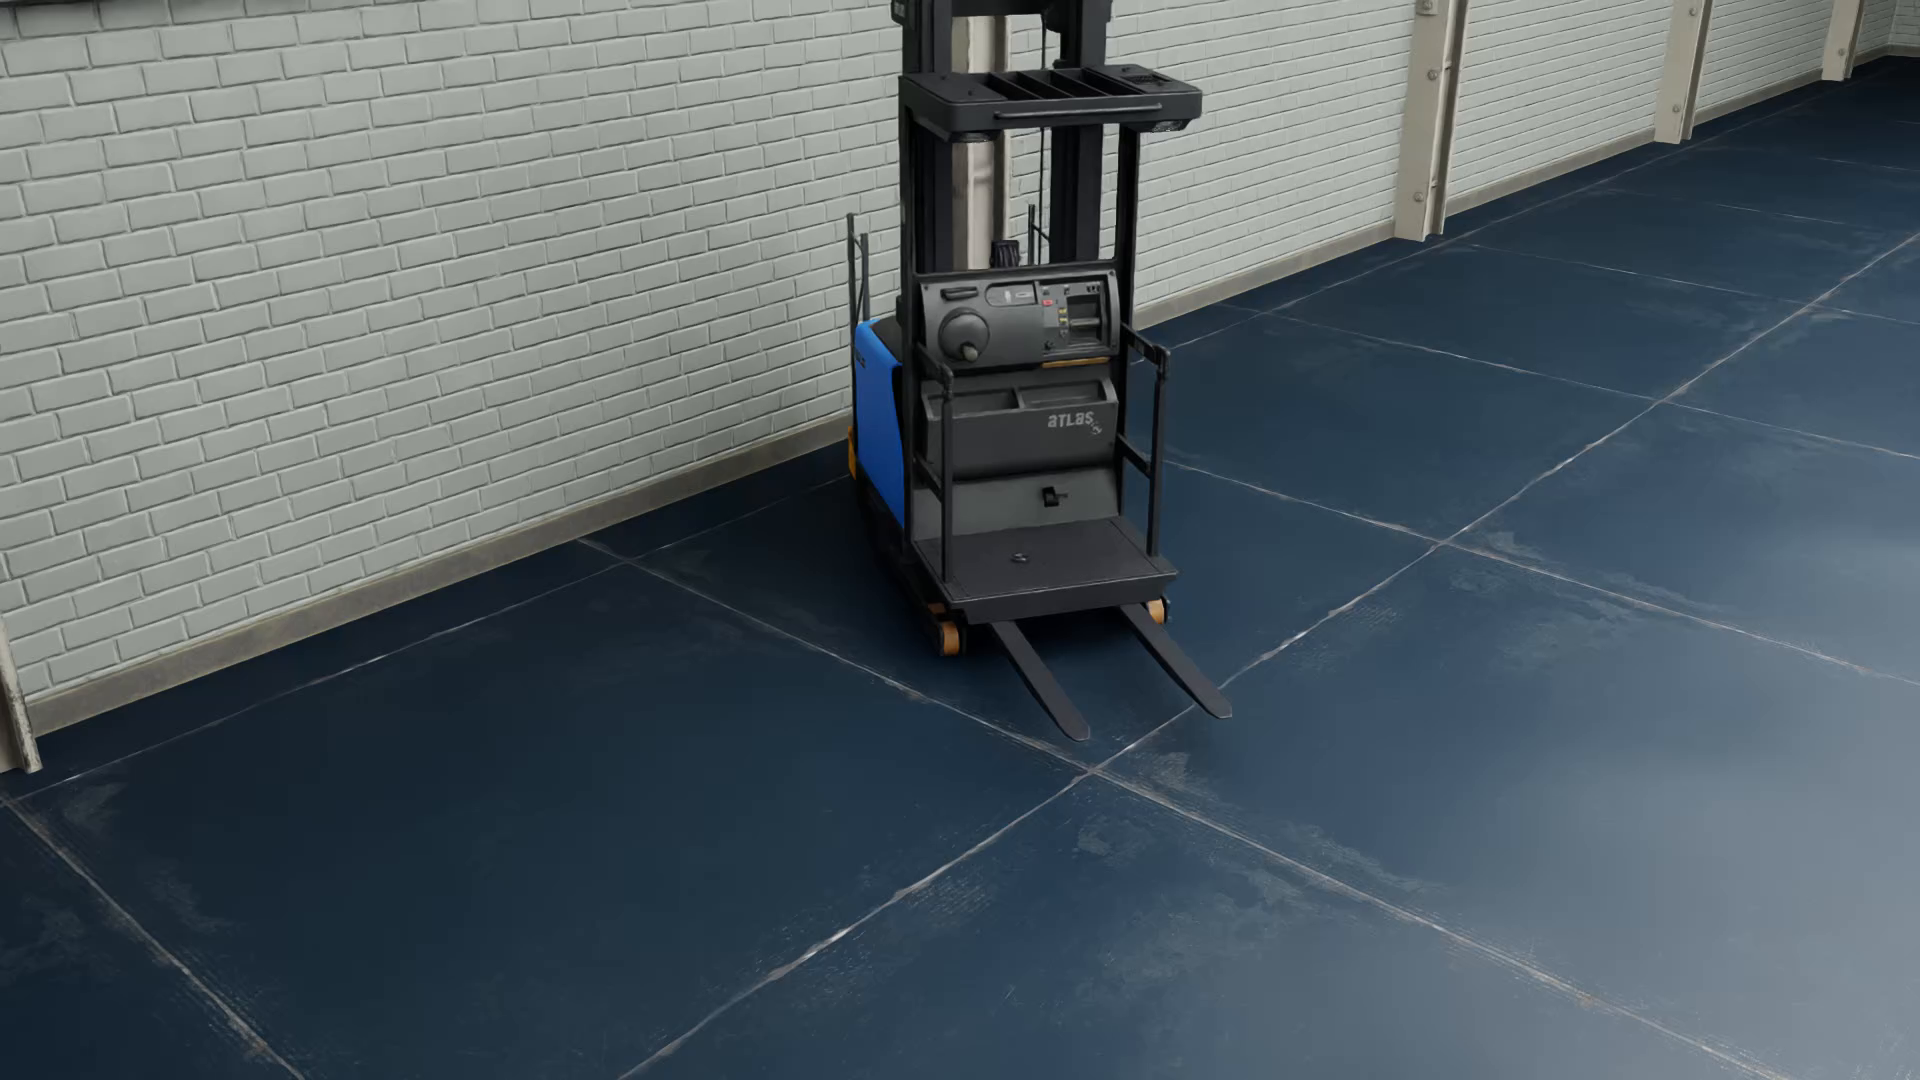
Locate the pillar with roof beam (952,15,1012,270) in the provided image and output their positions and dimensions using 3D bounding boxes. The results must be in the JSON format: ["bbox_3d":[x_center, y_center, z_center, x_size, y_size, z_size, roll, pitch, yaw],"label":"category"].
[{"bbox_3d":[3.270,-3.820,6.271,9.100,9.000,0.400,20,31,38],"label":"pillar with roof beam"}]

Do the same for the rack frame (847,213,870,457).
[{"bbox_3d":[-0.546,-0.998,9.143,0.032,1.500,0.500,-5,25,-12],"label":"rack frame"}]

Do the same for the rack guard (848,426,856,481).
[{"bbox_3d":[-0.545,-0.428,9.399,0.087,0.250,0.587,-5,25,-12],"label":"rack guard"}]

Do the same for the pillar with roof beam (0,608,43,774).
[{"bbox_3d":[-0.735,-1.992,2.194,9.100,9.000,0.400,20,31,38],"label":"pillar with roof beam"}]

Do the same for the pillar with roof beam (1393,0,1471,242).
[{"bbox_3d":[7.274,-5.648,10.348,9.100,9.000,0.400,20,31,38],"label":"pillar with roof beam"}]

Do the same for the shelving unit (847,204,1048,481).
[{"bbox_3d":[-0.059,-1.043,9.243,1.083,1.500,0.587,-5,25,-12],"label":"shelving unit"}]

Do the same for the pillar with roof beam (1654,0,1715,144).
[{"bbox_3d":[11.279,-7.476,14.425,9.100,9.000,0.400,20,31,38],"label":"pillar with roof beam"}]

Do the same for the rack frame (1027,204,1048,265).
[{"bbox_3d":[0.446,-1.089,9.347,0.032,1.500,0.500,-5,25,-12],"label":"rack frame"}]

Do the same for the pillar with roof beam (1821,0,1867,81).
[{"bbox_3d":[15.283,-9.304,18.502,9.100,9.000,0.400,20,31,38],"label":"pillar with roof beam"}]

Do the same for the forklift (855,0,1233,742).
[{"bbox_3d":[0.342,-0.986,7.366,1.130,2.935,3.031,-7,25,-15],"label":"forklift"}]
